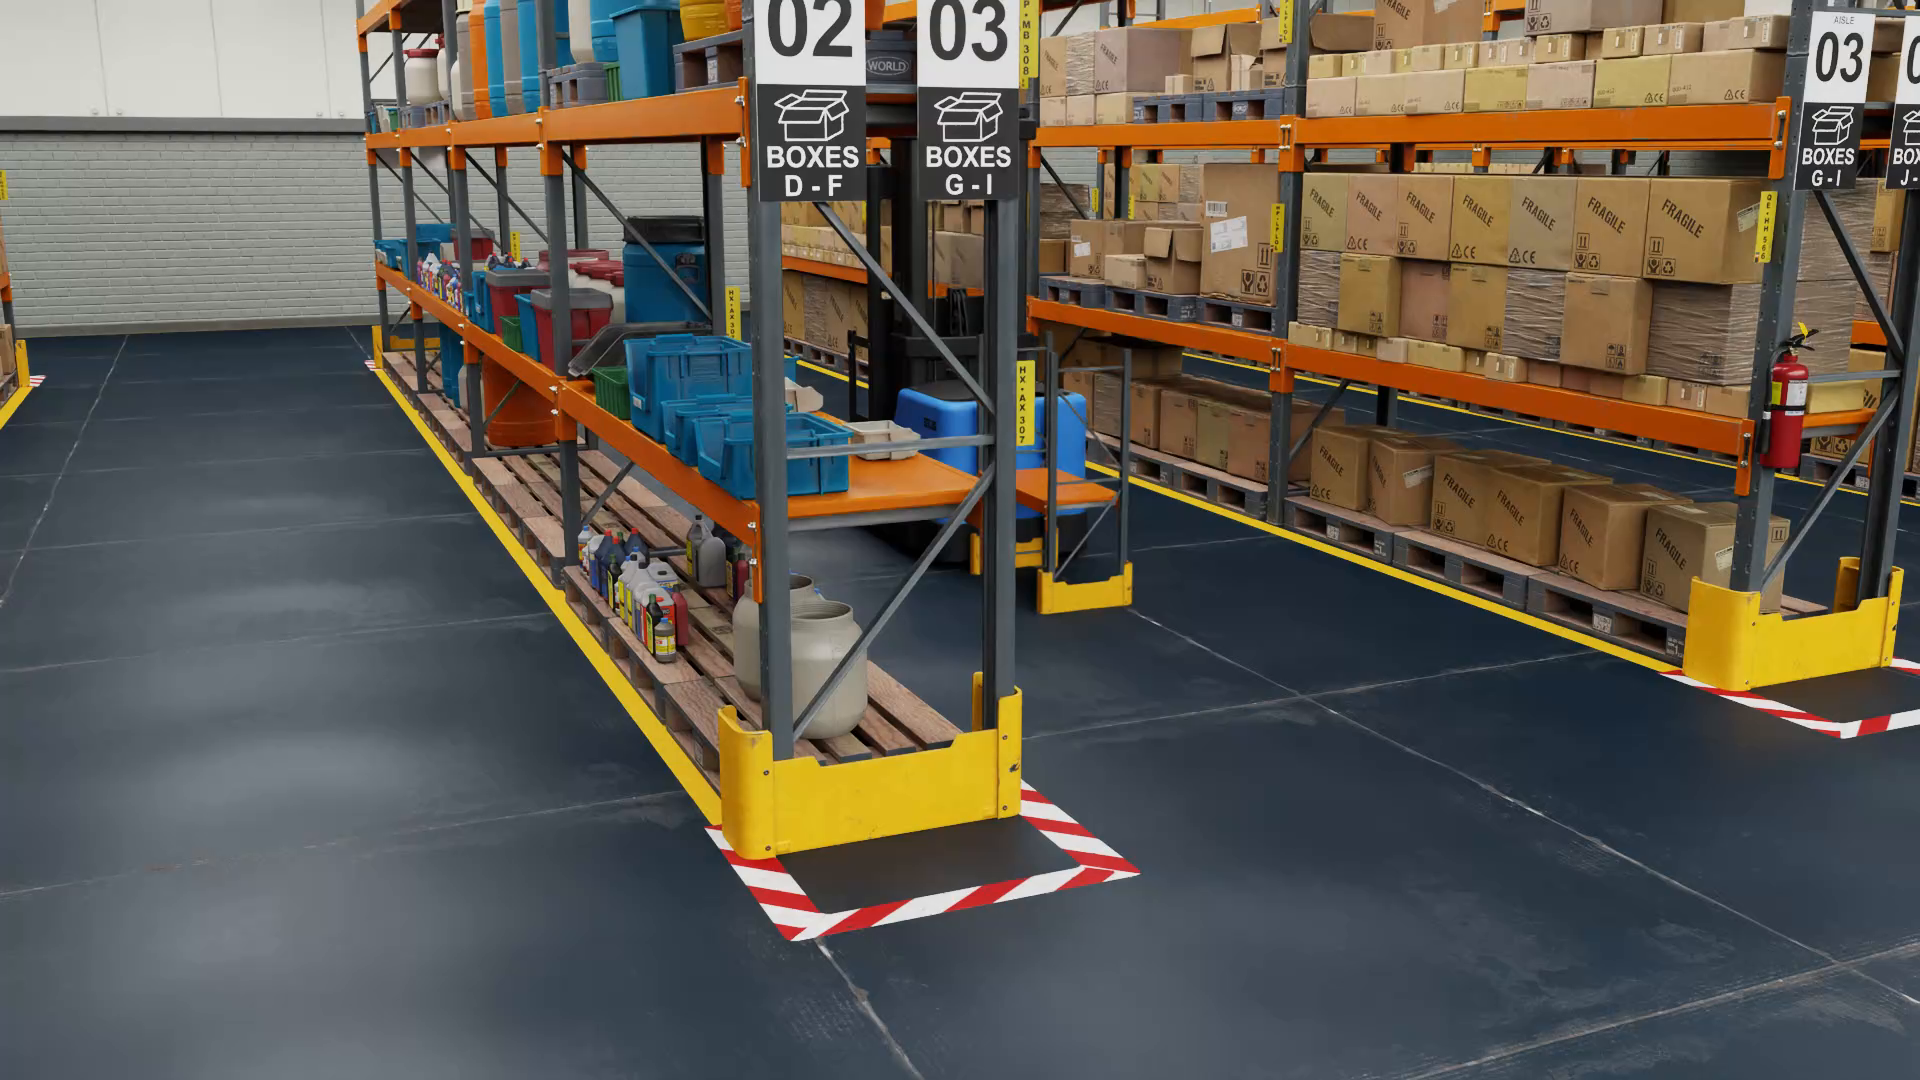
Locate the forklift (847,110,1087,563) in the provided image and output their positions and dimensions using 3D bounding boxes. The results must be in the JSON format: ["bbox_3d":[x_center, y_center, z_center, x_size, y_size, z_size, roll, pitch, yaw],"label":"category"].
[{"bbox_3d":[-0.204,-1.570,11.654,1.130,2.935,3.031,-5,14,-22],"label":"forklift"}]

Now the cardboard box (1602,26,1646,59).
[{"bbox_3d":[3.546,-2.559,8.568,0.380,0.149,0.250,-6,14,-23],"label":"cardboard box"}]

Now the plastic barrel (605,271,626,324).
[{"bbox_3d":[-2.051,-1.449,10.676,0.433,0.535,0.433,0,13,0],"label":"plastic barrel"}]

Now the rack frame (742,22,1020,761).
[{"bbox_3d":[-0.266,-0.339,6.181,1.000,3.000,0.127,-6,14,-23],"label":"rack frame"}]

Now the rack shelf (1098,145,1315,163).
[{"bbox_3d":[3.249,-5.217,22.200,1.077,0.370,4.000,-6,14,-23],"label":"rack shelf"}]

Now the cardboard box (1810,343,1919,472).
[{"bbox_3d":[7.443,-1.073,13.134,0.875,0.875,0.875,-5,14,-22],"label":"cardboard box"}]

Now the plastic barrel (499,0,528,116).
[{"bbox_3d":[-2.533,-3.091,10.310,0.600,0.901,0.600,0,13,0],"label":"plastic barrel"}]

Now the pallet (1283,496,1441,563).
[{"bbox_3d":[2.971,-0.118,11.413,1.003,0.211,1.213,-6,14,-23],"label":"pallet"}]

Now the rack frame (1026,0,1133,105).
[{"bbox_3d":[1.067,-5.362,14.579,1.000,3.000,0.127,-6,14,-23],"label":"rack frame"}]

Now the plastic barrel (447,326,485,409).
[{"bbox_3d":[-4.587,-1.740,15.958,0.600,0.901,0.708,-6,14,-23],"label":"plastic barrel"}]

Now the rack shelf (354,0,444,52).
[{"bbox_3d":[-5.874,-5.609,18.128,1.077,0.370,4.000,-6,14,-23],"label":"rack shelf"}]

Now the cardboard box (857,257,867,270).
[{"bbox_3d":[-0.957,-3.176,18.999,0.380,0.149,0.250,-6,14,-23],"label":"cardboard box"}]

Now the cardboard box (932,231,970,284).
[{"bbox_3d":[0.034,-2.883,16.952,0.500,0.500,0.500,-5,14,-22],"label":"cardboard box"}]

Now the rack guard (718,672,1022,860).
[{"bbox_3d":[-0.340,0.868,6.512,1.175,0.500,0.348,-6,14,-23],"label":"rack guard"}]

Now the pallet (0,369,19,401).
[{"bbox_3d":[-10.865,-1.659,18.069,1.003,0.211,1.213,-6,14,-23],"label":"pallet"}]

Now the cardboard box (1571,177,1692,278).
[{"bbox_3d":[3.620,-1.661,8.795,0.500,0.500,0.500,-6,14,-23],"label":"cardboard box"}]

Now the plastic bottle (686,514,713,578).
[{"bbox_3d":[-1.478,0.031,9.482,0.144,0.351,0.185,-6,14,-23],"label":"plastic bottle"}]

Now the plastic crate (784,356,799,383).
[{"bbox_3d":[-1.176,-0.889,8.887,0.499,0.251,0.616,-6,14,-23],"label":"plastic crate"}]

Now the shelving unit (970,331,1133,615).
[{"bbox_3d":[0.533,-0.438,9.935,0.587,1.500,1.083,-5,14,-22],"label":"shelving unit"}]

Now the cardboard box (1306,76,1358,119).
[{"bbox_3d":[2.615,-2.885,10.862,0.500,0.250,0.500,-6,14,-25],"label":"cardboard box"}]

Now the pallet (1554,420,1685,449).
[{"bbox_3d":[6.384,-1.086,15.595,1.003,0.211,1.213,-6,14,-23],"label":"pallet"}]

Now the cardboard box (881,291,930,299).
[{"bbox_3d":[-0.260,-2.304,18.455,1.225,0.875,0.875,-6,14,-23],"label":"cardboard box"}]

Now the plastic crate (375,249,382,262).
[{"bbox_3d":[-6.825,-3.391,19.819,0.250,0.136,0.298,-6,14,-23],"label":"plastic crate"}]

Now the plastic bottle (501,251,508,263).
[{"bbox_3d":[-4.405,-2.634,16.206,0.144,0.351,0.185,-6,14,-23],"label":"plastic bottle"}]

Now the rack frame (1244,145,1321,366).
[{"bbox_3d":[4.050,-3.692,20.671,1.000,3.000,0.127,-6,14,-23],"label":"rack frame"}]

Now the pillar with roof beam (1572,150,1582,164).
[{"bbox_3d":[7.291,-8.608,28.607,9.100,9.000,0.400,-6,14,-23],"label":"pillar with roof beam"}]

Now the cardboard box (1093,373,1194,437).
[{"bbox_3d":[1.588,-1.185,14.407,0.700,0.500,0.500,-7,15,-28],"label":"cardboard box"}]

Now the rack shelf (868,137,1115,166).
[{"bbox_3d":[0.266,-3.963,16.784,1.077,0.370,4.000,-6,14,-23],"label":"rack shelf"}]

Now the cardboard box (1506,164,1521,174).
[{"bbox_3d":[7.915,-5.215,23.370,0.380,0.149,0.250,-6,14,-23],"label":"cardboard box"}]

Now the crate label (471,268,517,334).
[{"bbox_3d":[-3.321,-1.779,12.326,0.502,0.435,0.616,-6,14,-23],"label":"crate label"}]

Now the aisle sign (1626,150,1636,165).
[{"bbox_3d":[11.193,-6.690,27.858,0.394,0.787,0.004,-6,14,-23],"label":"aisle sign"}]

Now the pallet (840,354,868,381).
[{"bbox_3d":[-0.768,-2.071,19.850,1.003,0.211,1.213,-6,14,-23],"label":"pallet"}]

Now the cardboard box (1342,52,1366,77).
[{"bbox_3d":[2.687,-3.051,10.697,0.380,0.149,0.250,-6,14,-26],"label":"cardboard box"}]

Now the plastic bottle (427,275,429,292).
[{"bbox_3d":[-4.991,-2.449,15.739,0.097,0.201,0.097,0,13,0],"label":"plastic bottle"}]

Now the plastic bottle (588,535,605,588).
[{"bbox_3d":[-1.988,0.117,9.276,0.152,0.276,0.135,-5,14,-21],"label":"plastic bottle"}]

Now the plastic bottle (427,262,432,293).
[{"bbox_3d":[-4.961,-2.463,15.620,0.061,0.283,0.133,-6,14,-23],"label":"plastic bottle"}]

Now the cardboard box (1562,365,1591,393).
[{"bbox_3d":[3.574,-0.911,9.211,0.380,0.149,0.250,-6,14,-23],"label":"cardboard box"}]

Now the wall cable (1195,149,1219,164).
[{"bbox_3d":[4.663,-6.660,31.170,0.585,1.953,0.123,-6,14,-23],"label":"wall cable"}]

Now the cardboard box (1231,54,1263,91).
[{"bbox_3d":[2.202,-3.398,12.114,0.396,0.266,0.258,-5,14,-21],"label":"cardboard box"}]

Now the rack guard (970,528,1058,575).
[{"bbox_3d":[0.343,0.067,10.524,0.587,0.250,0.087,-5,14,-22],"label":"rack guard"}]

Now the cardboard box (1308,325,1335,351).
[{"bbox_3d":[2.569,-1.366,11.175,0.380,0.149,0.250,-6,14,-23],"label":"cardboard box"}]

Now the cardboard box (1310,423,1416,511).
[{"bbox_3d":[2.793,-0.513,11.546,0.500,0.500,0.500,-6,14,-25],"label":"cardboard box"}]

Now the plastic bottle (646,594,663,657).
[{"bbox_3d":[-1.467,0.408,8.003,0.061,0.283,0.133,-5,14,-22],"label":"plastic bottle"}]

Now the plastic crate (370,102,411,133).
[{"bbox_3d":[-6.315,-4.735,18.661,0.504,0.338,0.767,-6,14,-23],"label":"plastic crate"}]

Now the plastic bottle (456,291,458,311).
[{"bbox_3d":[-4.146,-2.013,13.856,0.097,0.201,0.097,0,13,0],"label":"plastic bottle"}]

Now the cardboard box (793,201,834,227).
[{"bbox_3d":[-1.779,-4.196,20.855,0.500,0.500,0.500,-6,14,-24],"label":"cardboard box"}]

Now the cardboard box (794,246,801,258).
[{"bbox_3d":[-1.884,-3.654,21.063,0.380,0.149,0.250,-6,14,-24],"label":"cardboard box"}]

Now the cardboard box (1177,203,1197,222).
[{"bbox_3d":[3.193,-4.171,21.857,0.500,0.500,0.500,-6,14,-23],"label":"cardboard box"}]

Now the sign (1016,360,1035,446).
[{"bbox_3d":[0.240,-0.522,6.361,0.100,0.325,0.005,-6,14,-23],"label":"sign"}]

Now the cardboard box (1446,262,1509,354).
[{"bbox_3d":[3.416,-1.400,9.884,0.875,0.500,0.500,-6,14,-23],"label":"cardboard box"}]

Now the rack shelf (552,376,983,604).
[{"bbox_3d":[-1.067,-0.401,8.047,1.077,0.370,4.000,-6,14,-23],"label":"rack shelf"}]

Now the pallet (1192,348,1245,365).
[{"bbox_3d":[3.749,-2.469,21.572,1.003,0.211,1.213,-6,14,-23],"label":"pallet"}]

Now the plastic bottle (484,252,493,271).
[{"bbox_3d":[-4.537,-2.621,16.150,0.144,0.351,0.185,-6,14,-23],"label":"plastic bottle"}]
